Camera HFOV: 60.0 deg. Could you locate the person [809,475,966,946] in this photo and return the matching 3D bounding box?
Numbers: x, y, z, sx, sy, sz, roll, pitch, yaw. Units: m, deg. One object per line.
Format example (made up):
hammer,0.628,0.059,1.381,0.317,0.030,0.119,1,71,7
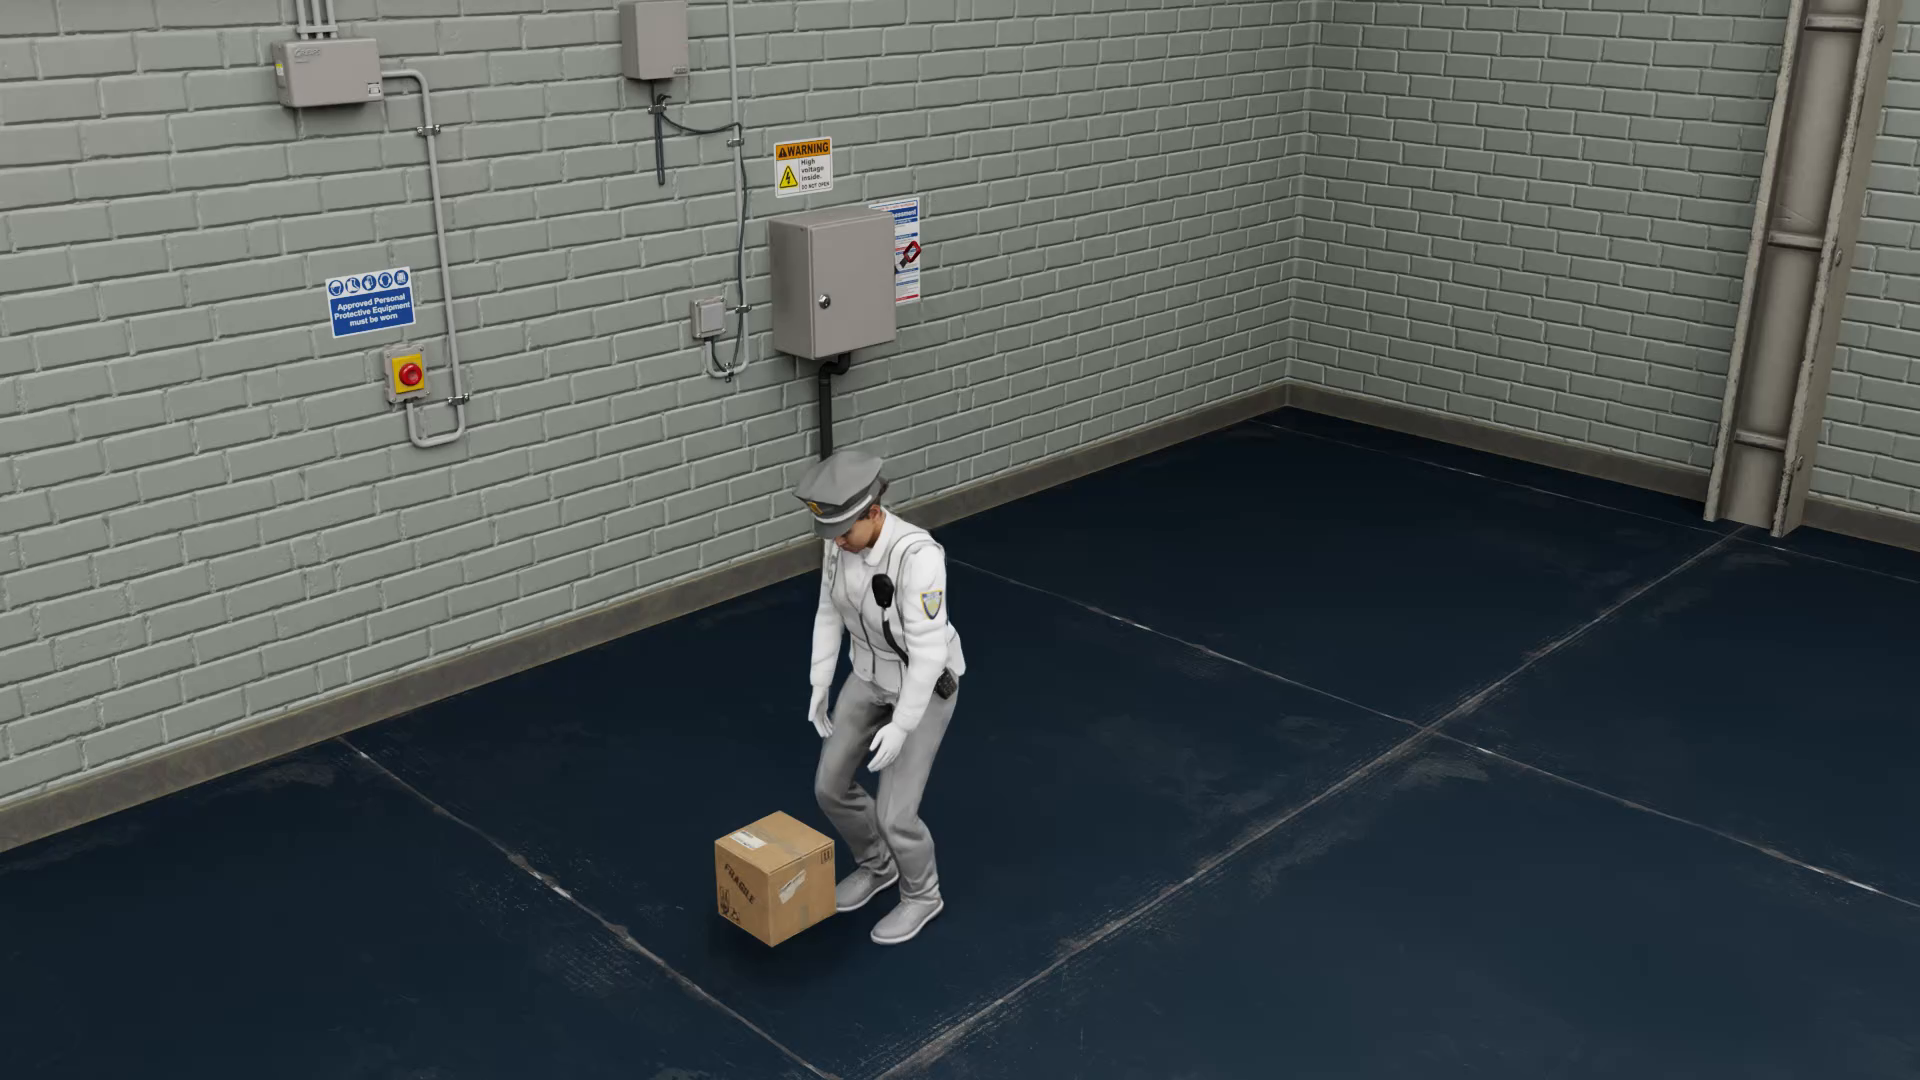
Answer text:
person,-0.212,0.475,5.023,0.496,1.535,0.520,-19,28,-41
